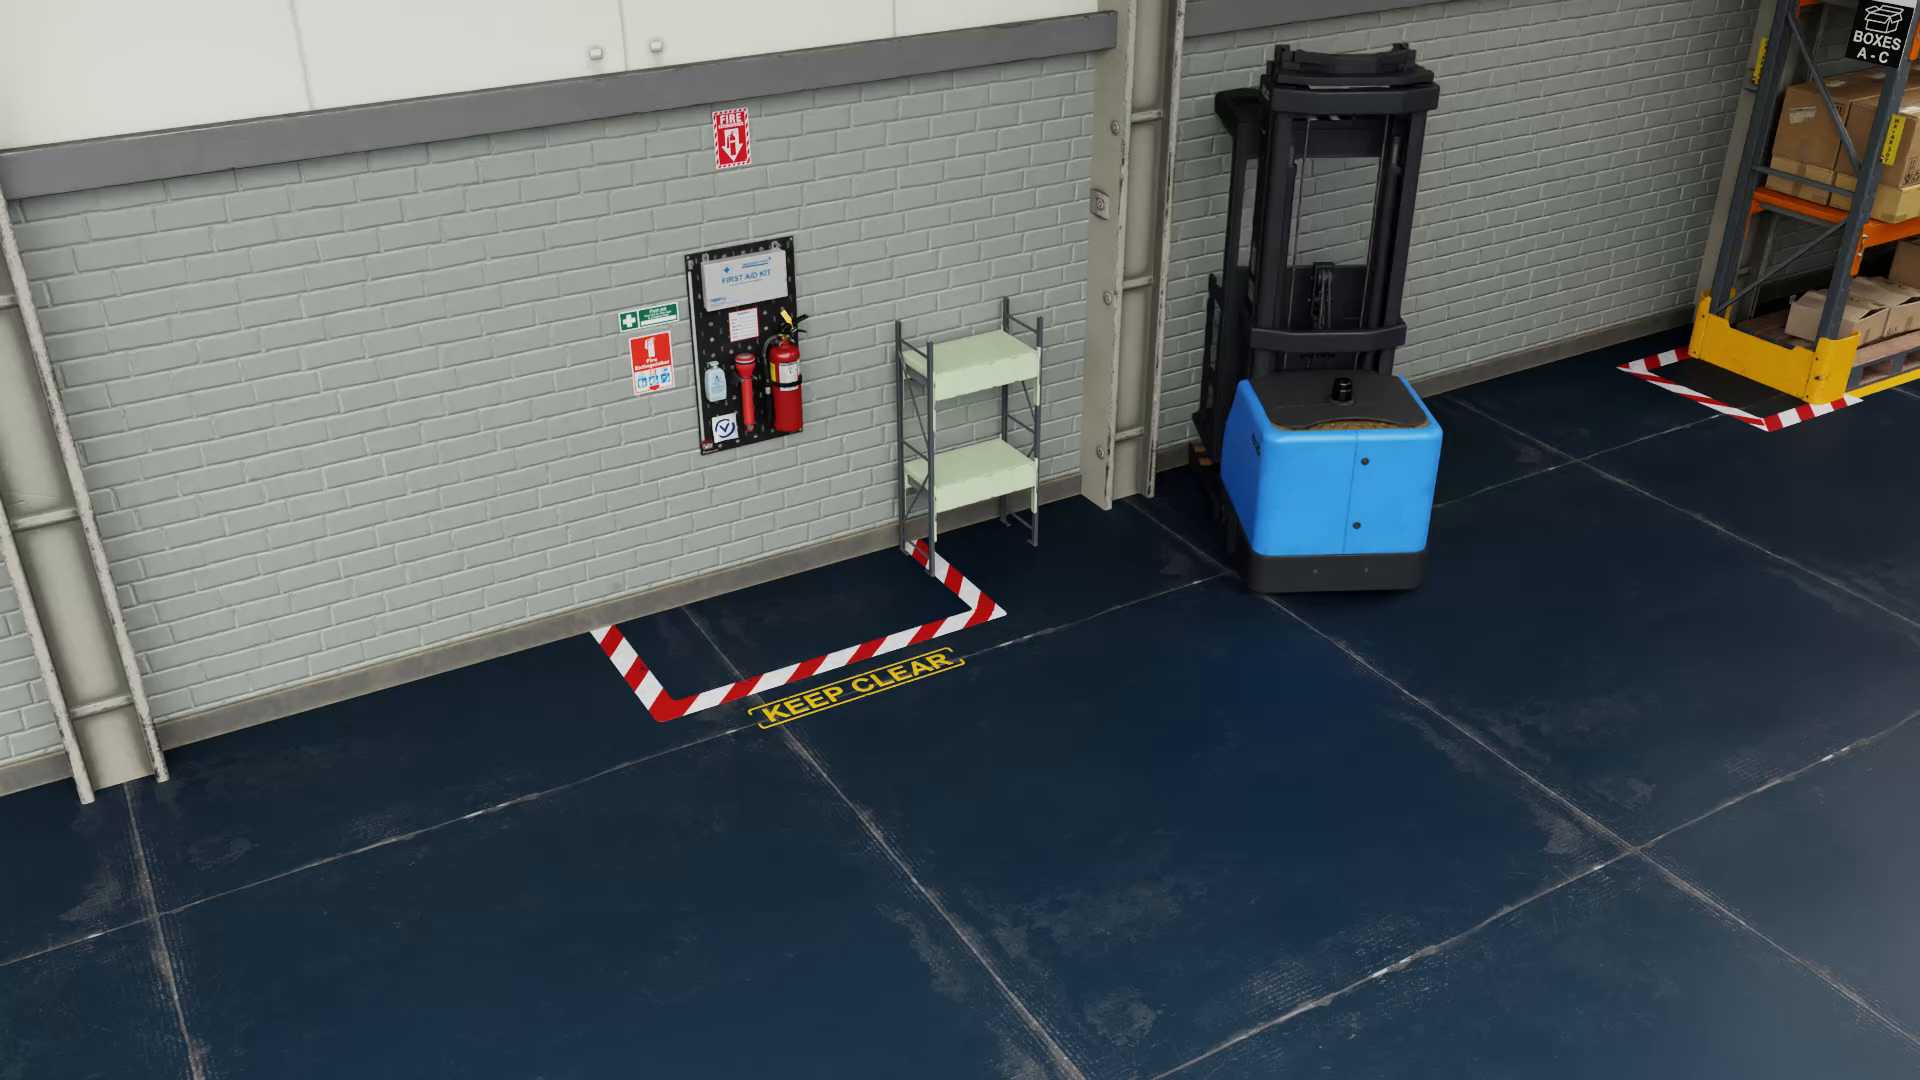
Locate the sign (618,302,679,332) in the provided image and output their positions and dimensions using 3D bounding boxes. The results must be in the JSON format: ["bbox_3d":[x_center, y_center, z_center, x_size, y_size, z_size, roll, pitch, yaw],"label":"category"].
[{"bbox_3d":[-1.645,-1.180,8.796,0.331,0.109,0.001,-16,33,-26],"label":"sign"}]

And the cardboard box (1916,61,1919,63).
[{"bbox_3d":[7.649,-3.399,12.762,0.500,0.500,0.500,-15,32,-26],"label":"cardboard box"}]

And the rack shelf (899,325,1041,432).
[{"bbox_3d":[0.053,-0.951,9.712,0.720,0.370,0.431,-16,33,-27],"label":"rack shelf"}]

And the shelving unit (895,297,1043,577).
[{"bbox_3d":[0.053,-0.609,9.900,0.755,1.500,0.431,-16,33,-27],"label":"shelving unit"}]

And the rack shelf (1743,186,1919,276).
[{"bbox_3d":[7.758,-2.728,12.931,4.000,0.370,1.077,-16,33,-26],"label":"rack shelf"}]

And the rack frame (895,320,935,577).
[{"bbox_3d":[-0.261,-0.519,9.735,0.023,1.500,0.400,-16,33,-27],"label":"rack frame"}]

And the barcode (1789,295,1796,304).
[{"bbox_3d":[6.488,-1.876,12.960,0.075,0.075,0.001,-16,33,-26],"label":"barcode"}]

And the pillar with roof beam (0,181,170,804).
[{"bbox_3d":[-1.966,-0.981,2.812,0.400,9.000,9.100,-16,33,-26],"label":"pillar with roof beam"}]

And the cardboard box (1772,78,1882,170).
[{"bbox_3d":[6.332,-3.029,12.090,0.500,0.500,0.500,-16,33,-27],"label":"cardboard box"}]

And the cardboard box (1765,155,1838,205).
[{"bbox_3d":[6.338,-2.692,12.255,0.500,0.250,0.500,-15,32,-26],"label":"cardboard box"}]

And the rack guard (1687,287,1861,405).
[{"bbox_3d":[6.099,-1.477,12.508,0.348,0.500,1.175,-16,33,-26],"label":"rack guard"}]

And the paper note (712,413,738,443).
[{"bbox_3d":[-1.312,-0.627,9.292,0.142,0.148,0.016,-16,33,-26],"label":"paper note"}]

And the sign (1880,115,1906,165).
[{"bbox_3d":[6.308,-2.706,11.252,0.005,0.325,0.100,-16,33,-26],"label":"sign"}]

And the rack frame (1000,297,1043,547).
[{"bbox_3d":[0.367,-0.700,10.065,0.023,1.500,0.400,-16,33,-27],"label":"rack frame"}]

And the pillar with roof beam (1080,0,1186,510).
[{"bbox_3d":[3.207,-2.449,5.473,0.400,9.000,9.100,-16,33,-26],"label":"pillar with roof beam"}]

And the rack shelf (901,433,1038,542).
[{"bbox_3d":[0.053,-0.324,10.058,0.720,0.370,0.431,-16,33,-27],"label":"rack shelf"}]

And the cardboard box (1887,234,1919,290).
[{"bbox_3d":[7.825,-2.082,13.147,0.500,0.500,0.700,-18,34,-29],"label":"cardboard box"}]

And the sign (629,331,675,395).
[{"bbox_3d":[-1.653,-0.950,8.929,0.234,0.329,0.001,-16,33,-26],"label":"sign"}]

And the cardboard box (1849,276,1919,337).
[{"bbox_3d":[7.167,-1.840,12.905,0.500,0.311,0.500,-13,31,-22],"label":"cardboard box"}]

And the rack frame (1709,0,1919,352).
[{"bbox_3d":[6.033,-2.553,11.870,0.127,3.000,1.000,-16,33,-26],"label":"rack frame"}]

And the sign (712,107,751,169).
[{"bbox_3d":[-1.182,-2.082,8.617,0.199,0.298,0.001,-16,33,-26],"label":"sign"}]

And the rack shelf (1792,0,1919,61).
[{"bbox_3d":[7.758,-4.041,12.206,4.000,0.370,1.077,-16,33,-26],"label":"rack shelf"}]

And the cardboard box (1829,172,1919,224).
[{"bbox_3d":[6.615,-2.484,11.878,0.500,0.250,0.500,-17,33,-28],"label":"cardboard box"}]

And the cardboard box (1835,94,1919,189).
[{"bbox_3d":[6.597,-2.816,11.705,0.500,0.500,0.500,-16,33,-26],"label":"cardboard box"}]

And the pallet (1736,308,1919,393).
[{"bbox_3d":[6.817,-1.535,12.911,1.213,0.211,1.003,-16,33,-26],"label":"pallet"}]

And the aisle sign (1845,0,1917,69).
[{"bbox_3d":[6.123,-3.549,10.984,0.004,0.787,0.394,-16,33,-26],"label":"aisle sign"}]

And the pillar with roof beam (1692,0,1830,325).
[{"bbox_3d":[8.380,-3.918,8.135,0.400,9.000,9.100,-16,33,-26],"label":"pillar with roof beam"}]

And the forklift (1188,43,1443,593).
[{"bbox_3d":[2.118,-1.654,10.312,1.130,2.935,3.031,-2,29,-3],"label":"forklift"}]

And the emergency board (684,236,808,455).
[{"bbox_3d":[-1.124,-1.027,9.105,0.643,1.169,0.194,-16,33,-26],"label":"emergency board"}]

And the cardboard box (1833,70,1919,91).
[{"bbox_3d":[6.771,-3.148,12.306,0.500,0.500,0.500,-15,32,-26],"label":"cardboard box"}]

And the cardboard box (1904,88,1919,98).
[{"bbox_3d":[7.028,-2.933,11.917,0.500,0.500,0.500,-16,33,-26],"label":"cardboard box"}]

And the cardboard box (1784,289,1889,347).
[{"bbox_3d":[6.675,-1.701,12.653,0.500,0.311,0.500,-20,35,-32],"label":"cardboard box"}]

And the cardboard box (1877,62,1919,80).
[{"bbox_3d":[7.215,-3.276,12.538,0.500,0.500,0.500,-17,33,-28],"label":"cardboard box"}]

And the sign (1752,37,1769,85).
[{"bbox_3d":[5.769,-3.435,11.942,0.005,0.325,0.100,-16,33,-26],"label":"sign"}]
